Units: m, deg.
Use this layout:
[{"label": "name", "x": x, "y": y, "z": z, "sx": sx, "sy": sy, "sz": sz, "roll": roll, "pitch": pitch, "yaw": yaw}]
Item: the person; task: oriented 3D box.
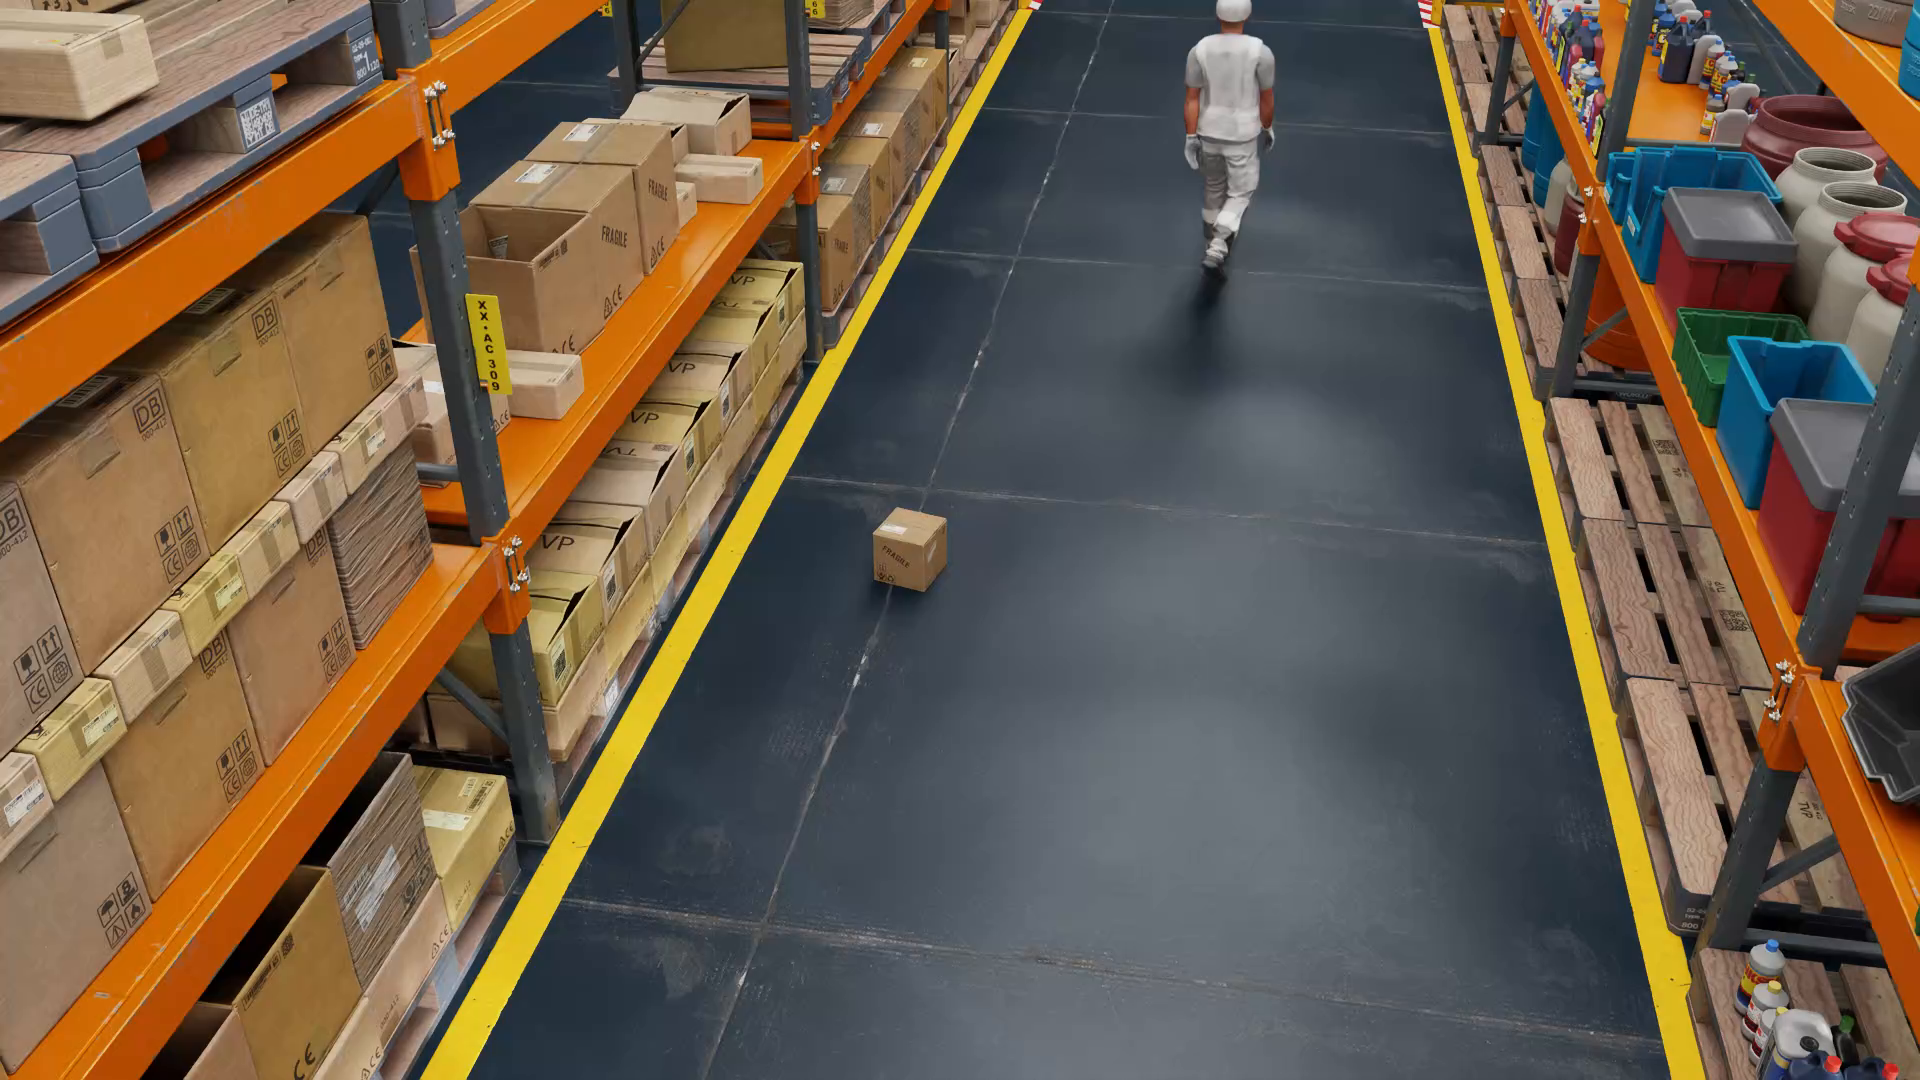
[{"label": "person", "x": 1.865, "y": -2.754, "z": 10.491, "sx": 0.534, "sy": 1.745, "sz": 0.937, "roll": 12, "pitch": 34, "yaw": 18}]
